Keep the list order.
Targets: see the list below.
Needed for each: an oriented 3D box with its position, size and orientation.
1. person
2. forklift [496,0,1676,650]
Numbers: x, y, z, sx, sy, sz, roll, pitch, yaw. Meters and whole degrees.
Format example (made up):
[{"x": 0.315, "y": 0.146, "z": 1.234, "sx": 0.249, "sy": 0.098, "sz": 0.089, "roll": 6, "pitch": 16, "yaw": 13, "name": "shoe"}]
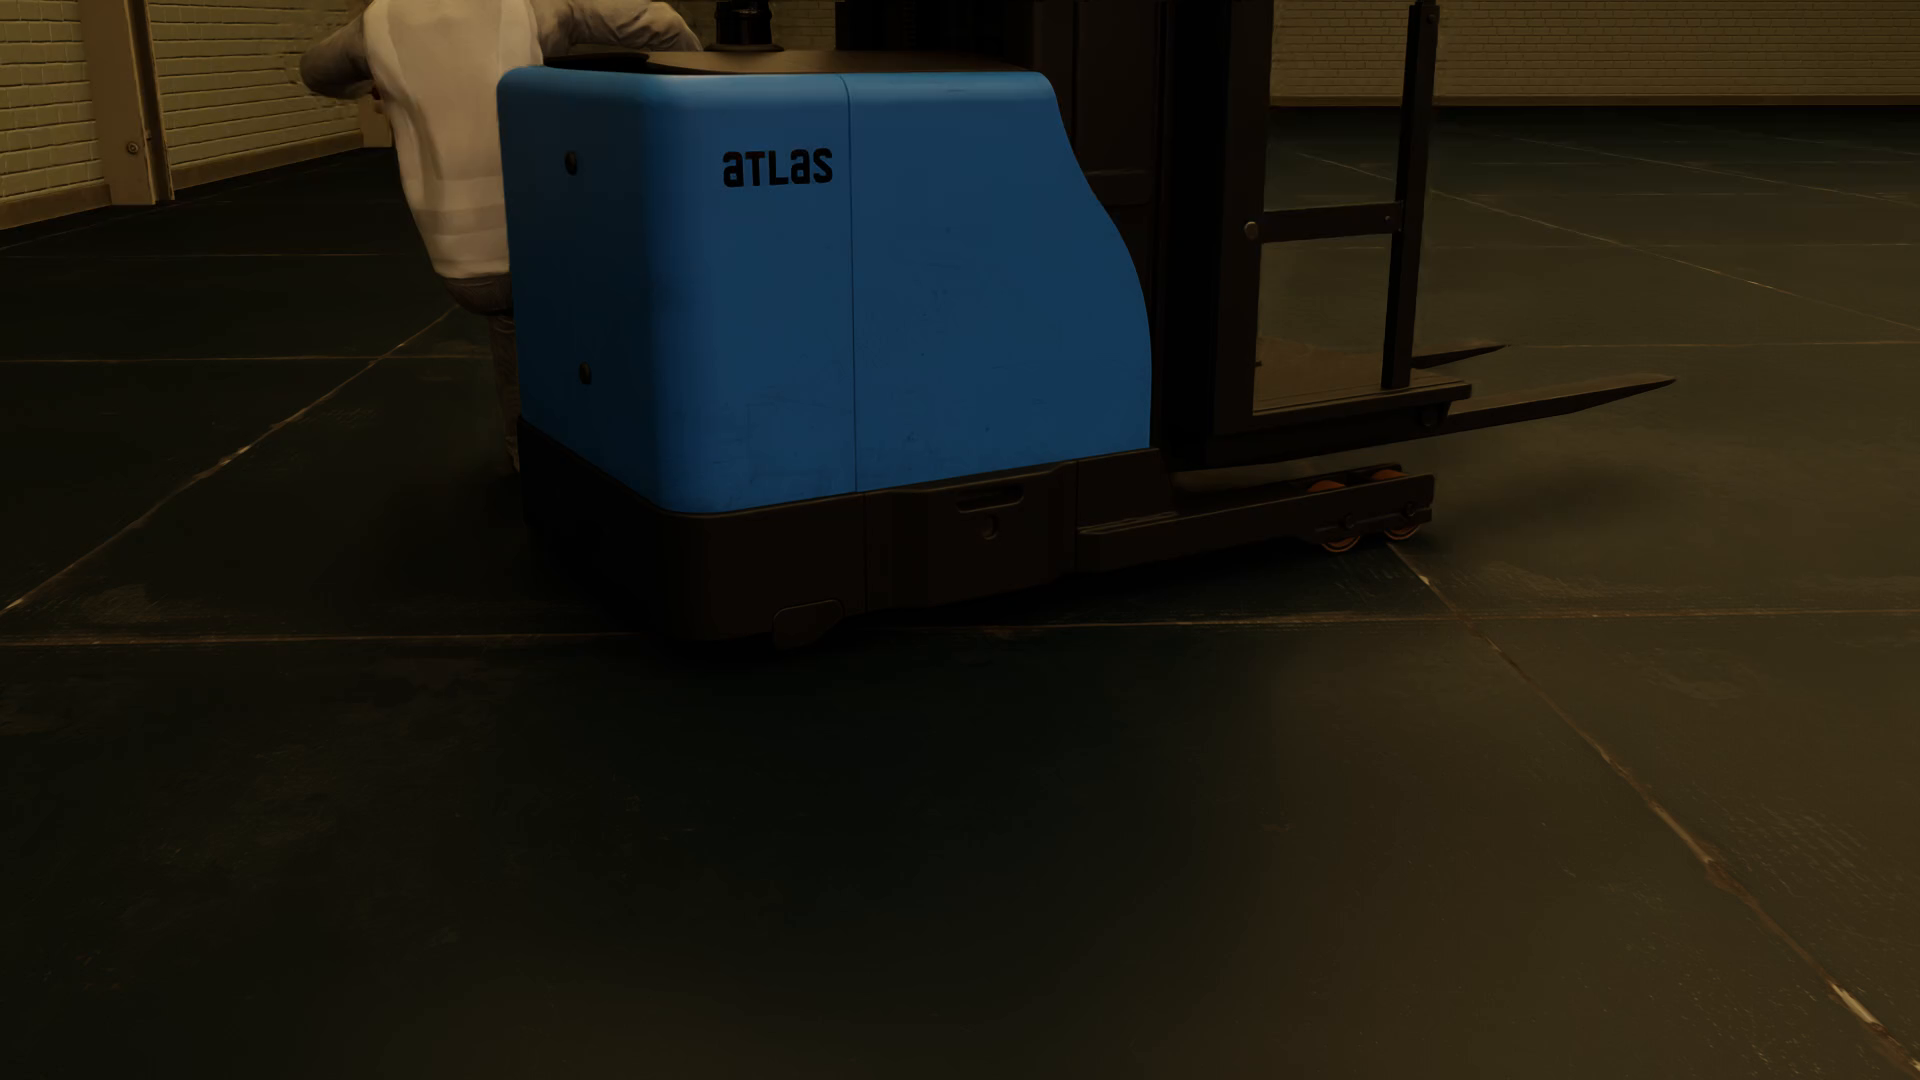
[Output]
[{"x": -1.042, "y": -0.865, "z": 4.138, "sx": 0.979, "sy": 1.540, "sz": 0.885, "roll": -1, "pitch": 17, "yaw": -2, "name": "person"}, {"x": 0.524, "y": -1.493, "z": 3.789, "sx": 3.031, "sy": 2.935, "sz": 1.130, "roll": -10, "pitch": 20, "yaw": -29, "name": "forklift"}]
